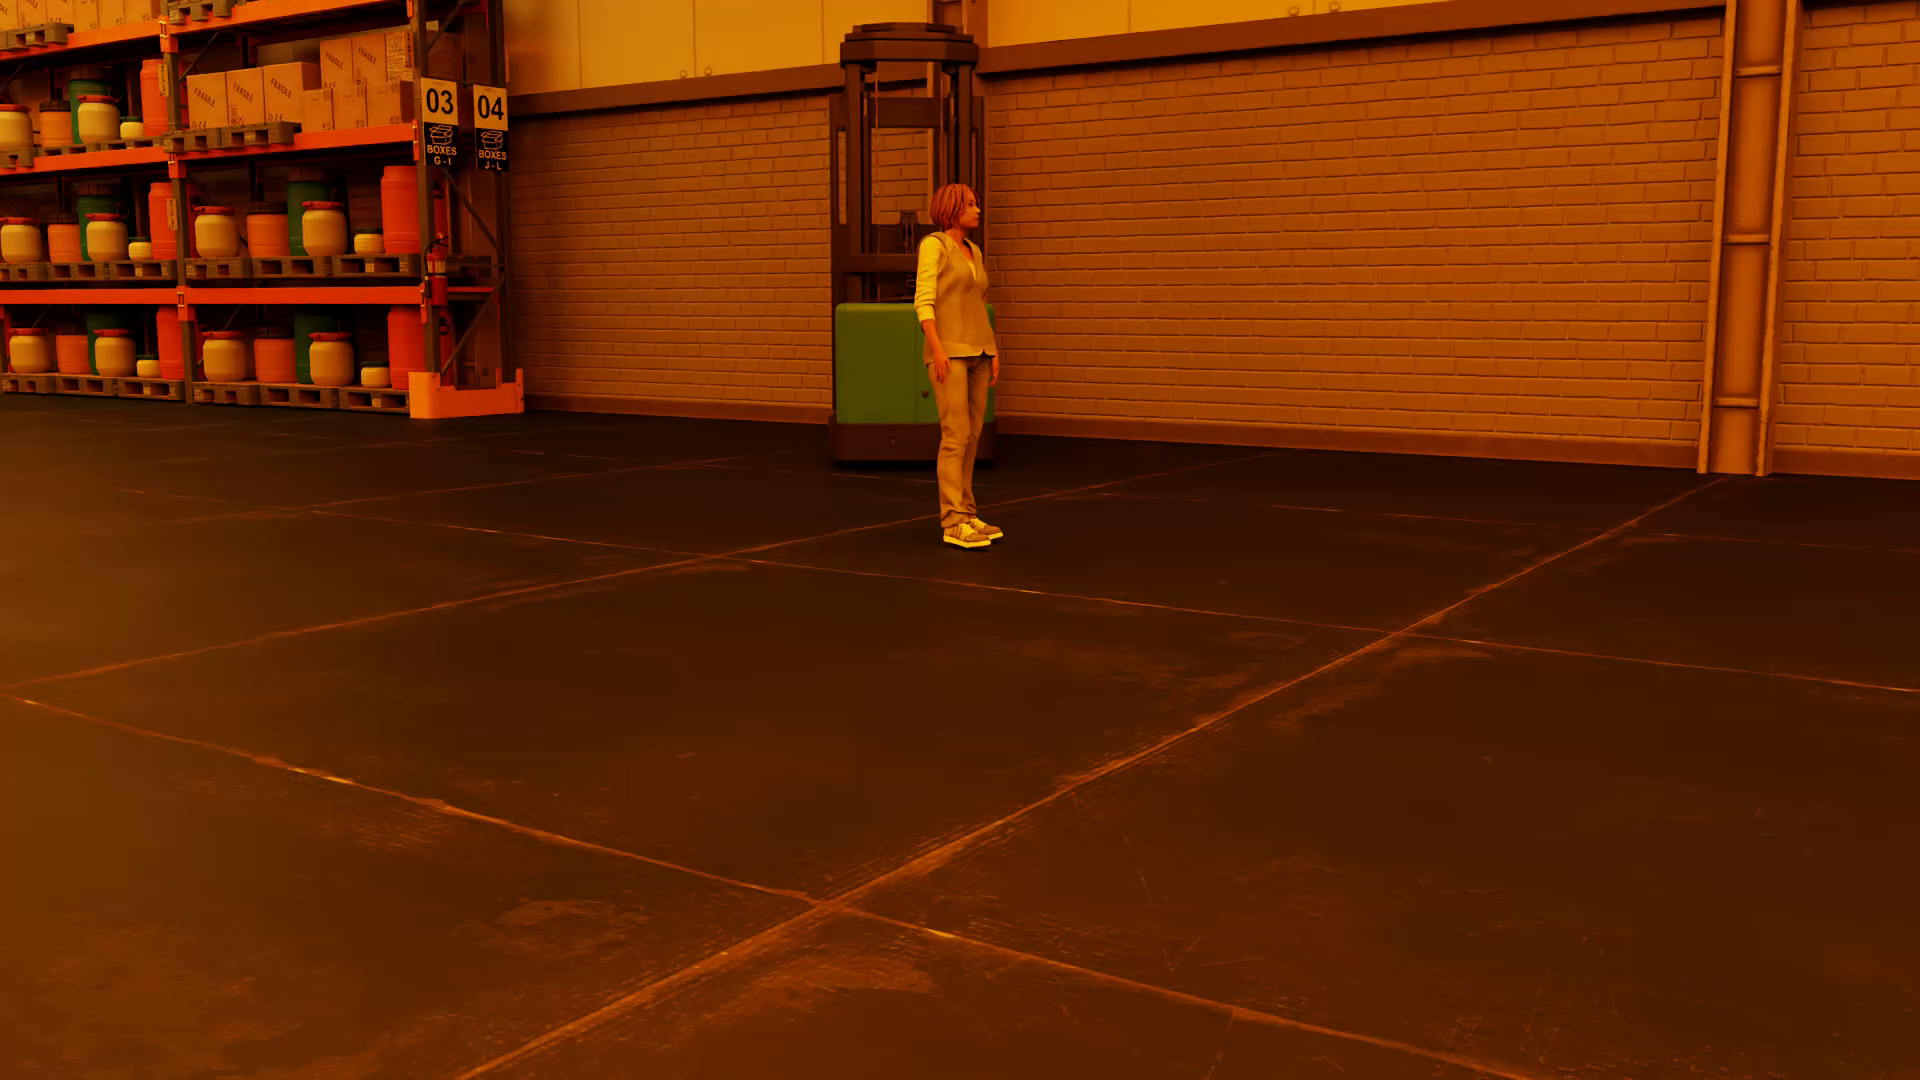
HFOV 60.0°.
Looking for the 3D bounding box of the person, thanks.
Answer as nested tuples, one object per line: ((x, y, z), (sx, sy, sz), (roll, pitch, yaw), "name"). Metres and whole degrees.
((0.054, -0.790, 7.438), (0.473, 1.599, 0.521), (5, 10, 34), "person")

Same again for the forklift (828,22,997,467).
((-0.389, -2.102, 11.977), (1.130, 2.935, 3.031), (-1, 8, -4), "forklift")
